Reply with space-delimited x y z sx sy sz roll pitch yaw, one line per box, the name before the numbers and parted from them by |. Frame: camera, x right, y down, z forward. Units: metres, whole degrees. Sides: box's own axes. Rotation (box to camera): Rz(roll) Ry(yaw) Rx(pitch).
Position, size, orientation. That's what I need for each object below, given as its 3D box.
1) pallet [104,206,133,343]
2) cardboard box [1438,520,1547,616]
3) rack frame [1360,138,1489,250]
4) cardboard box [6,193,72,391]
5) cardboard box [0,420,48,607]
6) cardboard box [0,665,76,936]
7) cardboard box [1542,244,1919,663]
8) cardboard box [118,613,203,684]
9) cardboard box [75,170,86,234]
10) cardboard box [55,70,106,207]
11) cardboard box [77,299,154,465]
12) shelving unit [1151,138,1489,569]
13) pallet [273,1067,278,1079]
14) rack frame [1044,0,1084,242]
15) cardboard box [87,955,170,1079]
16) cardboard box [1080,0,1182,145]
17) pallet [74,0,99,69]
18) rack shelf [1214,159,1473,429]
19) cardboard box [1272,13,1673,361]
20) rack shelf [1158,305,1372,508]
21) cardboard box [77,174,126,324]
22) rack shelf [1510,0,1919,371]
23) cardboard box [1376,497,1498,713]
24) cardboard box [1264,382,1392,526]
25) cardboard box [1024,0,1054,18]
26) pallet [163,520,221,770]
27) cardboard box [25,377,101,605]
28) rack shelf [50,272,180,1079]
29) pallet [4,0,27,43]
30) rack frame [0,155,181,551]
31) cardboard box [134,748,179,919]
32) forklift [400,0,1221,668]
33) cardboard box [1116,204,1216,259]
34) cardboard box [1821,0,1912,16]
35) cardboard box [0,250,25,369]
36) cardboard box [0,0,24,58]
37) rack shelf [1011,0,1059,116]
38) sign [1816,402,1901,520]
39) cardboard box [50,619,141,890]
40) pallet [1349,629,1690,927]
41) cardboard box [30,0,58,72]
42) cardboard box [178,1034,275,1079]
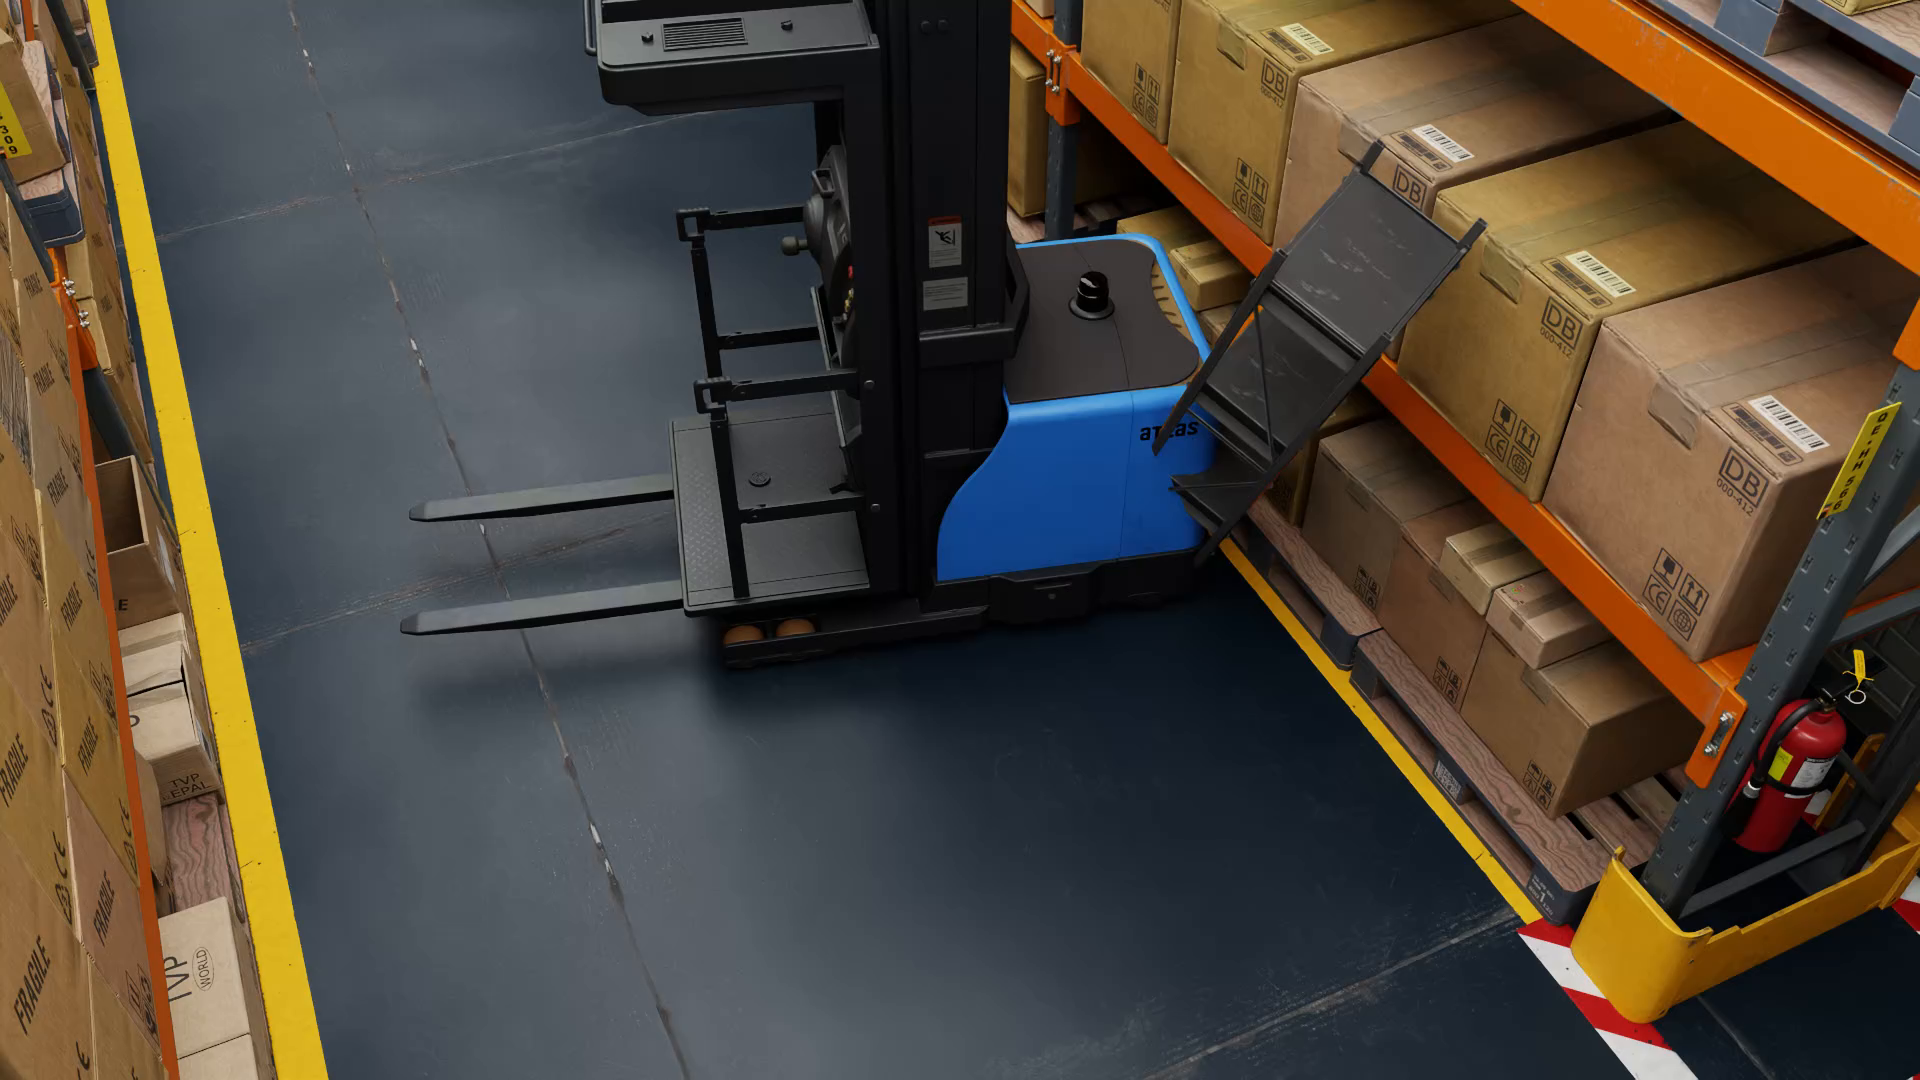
pallet | -4.515 -1.209 7.825 1.003 0.211 1.213 -18 47 -17
cardboard box | 1.840 0.070 5.563 0.380 0.149 0.250 -17 47 -16
rack frame | 1.189 -0.665 5.671 0.400 2.100 0.015 40 70 7
cardboard box | -3.179 -0.709 5.262 0.500 0.500 0.500 -17 47 -17
cardboard box | -2.534 -0.094 3.927 0.500 0.500 0.500 -18 48 -18
cardboard box | -2.114 0.550 3.274 0.500 0.500 0.500 -18 47 -17
cardboard box | 2.329 -0.261 4.666 0.980 0.700 0.700 -16 47 -16
cardboard box | -2.913 0.442 5.882 0.380 0.149 0.250 -18 47 -17
cardboard box | -4.025 -1.468 7.034 0.500 0.250 0.500 -18 47 -17
cardboard box | -4.480 -1.876 7.982 0.500 0.500 0.500 -20 48 -19
cardboard box | -3.604 -0.563 6.652 0.500 0.500 0.500 -20 48 -19
shelving unit | 1.034 -0.495 5.589 0.431 2.100 0.503 40 70 7
pallet | -2.308 2.069 4.503 1.003 0.211 1.213 -18 47 -17
rack frame | 0.871 -2.382 7.028 1.000 3.000 0.127 -18 47 -17
cardboard box | -1.887 1.237 3.290 0.500 0.500 0.500 -17 47 -17
cardboard box | 1.084 -2.138 6.567 0.980 0.700 0.700 -17 47 -17
pallet | -5.615 -3.009 9.649 1.003 0.211 1.213 -18 47 -17
rack shelf | 1.126 -0.720 4.947 0.431 0.518 0.480 40 70 7
cardboard box | 1.701 -1.210 5.627 0.980 0.700 0.700 -20 48 -19
rack shelf | 1.032 -0.491 5.602 0.431 0.518 0.480 40 70 7
cardboard box | -4.042 -1.221 7.318 0.500 0.500 0.500 -17 47 -17
rack shelf | 1.712 -1.919 4.935 1.077 0.370 4.000 -18 47 -17
cardboard box | 1.957 0.172 5.920 0.700 0.500 0.500 -18 47 -18
cardboard box | 1.514 -0.486 6.587 0.700 0.500 0.500 -17 47 -16
cardboard box | 0.472 -2.431 7.243 0.380 0.149 0.250 -18 47 -17
pallet | -3.334 0.514 6.079 1.003 0.211 1.213 -18 47 -17
cardboard box | -2.743 -0.054 4.598 0.500 0.500 0.500 -17 47 -17
rack shelf | -2.781 0.614 4.504 1.077 0.370 4.000 -18 47 -17
pallet | -4.482 -2.159 6.939 1.003 0.211 1.213 -18 47 -17
rack frame | -3.622 -0.916 5.543 1.000 3.000 0.127 -18 47 -17
cardboard box | -2.827 1.011 5.053 0.797 0.503 0.637 -18 47 -17
forklift | -0.620 -0.965 5.641 3.031 2.935 1.130 -7 45 -7
cardboard box | 1.092 -1.134 7.245 0.700 0.500 0.500 -17 47 -17
cardboard box | 2.004 -1.420 3.655 0.500 0.250 0.500 -17 47 -16
cardboard box | -2.957 -0.736 4.577 0.500 0.500 0.500 -19 48 -18
cardboard box | -3.965 -1.889 6.158 0.700 0.500 0.500 -11 46 -11
rack shelf | 0.030 -3.400 8.572 1.077 0.370 4.000 -18 47 -17
sign | 2.055 -0.178 3.801 0.100 0.325 0.005 -18 47 -17
cardboard box | -2.318 0.589 3.947 0.500 0.500 0.500 -18 47 -18
pallet | 2.146 0.674 5.917 1.003 0.211 1.213 -18 47 -17
cardboard box | -4.670 -2.438 8.017 0.500 0.250 0.500 -16 47 -16
cardboard box | -2.122 1.706 4.530 0.500 0.250 0.500 -18 47 -17
